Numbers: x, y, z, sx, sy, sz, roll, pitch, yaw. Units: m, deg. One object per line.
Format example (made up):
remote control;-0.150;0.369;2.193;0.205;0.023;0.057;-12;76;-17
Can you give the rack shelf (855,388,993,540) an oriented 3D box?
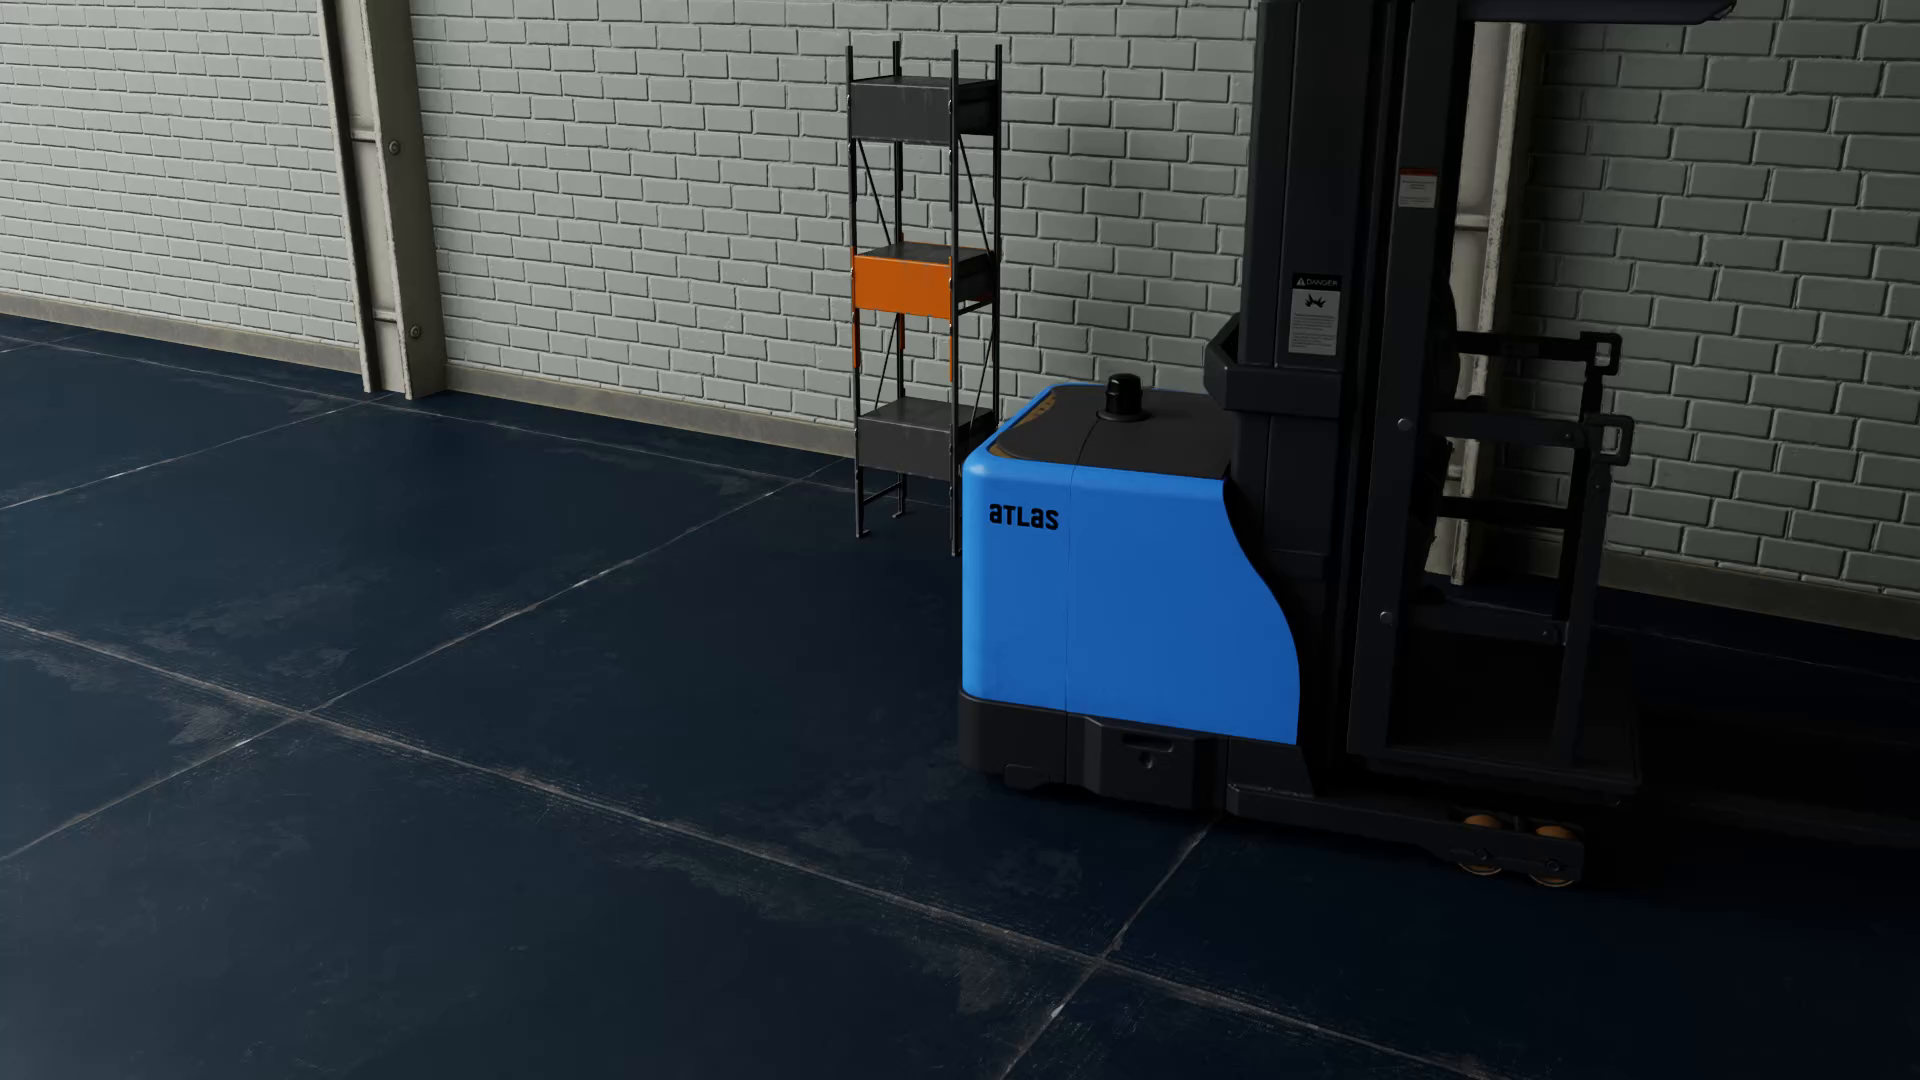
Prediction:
rack shelf;-0.144;-0.344;7.326;0.480;0.518;0.431;11;23;27

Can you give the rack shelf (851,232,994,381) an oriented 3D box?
rack shelf;-0.145;-1.002;7.088;0.480;0.518;0.431;11;23;27

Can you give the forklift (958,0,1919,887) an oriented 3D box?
forklift;1.567;-0.606;4.737;3.031;2.935;1.130;7;21;18

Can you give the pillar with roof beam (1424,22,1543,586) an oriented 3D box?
pillar with roof beam;-0.121;-2.839;1.994;0.400;9.000;9.100;11;23;27

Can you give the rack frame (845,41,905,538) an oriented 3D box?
rack frame;-0.358;-1.055;7.195;0.015;2.100;0.400;11;23;27

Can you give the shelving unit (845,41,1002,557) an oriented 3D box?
shelving unit;-0.145;-1.015;7.083;0.503;2.100;0.431;11;23;27

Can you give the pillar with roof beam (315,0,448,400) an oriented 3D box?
pillar with roof beam;-5.359;-3.836;4.745;0.400;9.000;9.100;11;23;27

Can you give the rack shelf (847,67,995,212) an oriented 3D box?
rack shelf;-0.145;-1.660;6.849;0.480;0.518;0.431;11;23;27

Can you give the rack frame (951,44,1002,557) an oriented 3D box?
rack frame;0.069;-0.974;6.971;0.015;2.100;0.400;11;23;27
